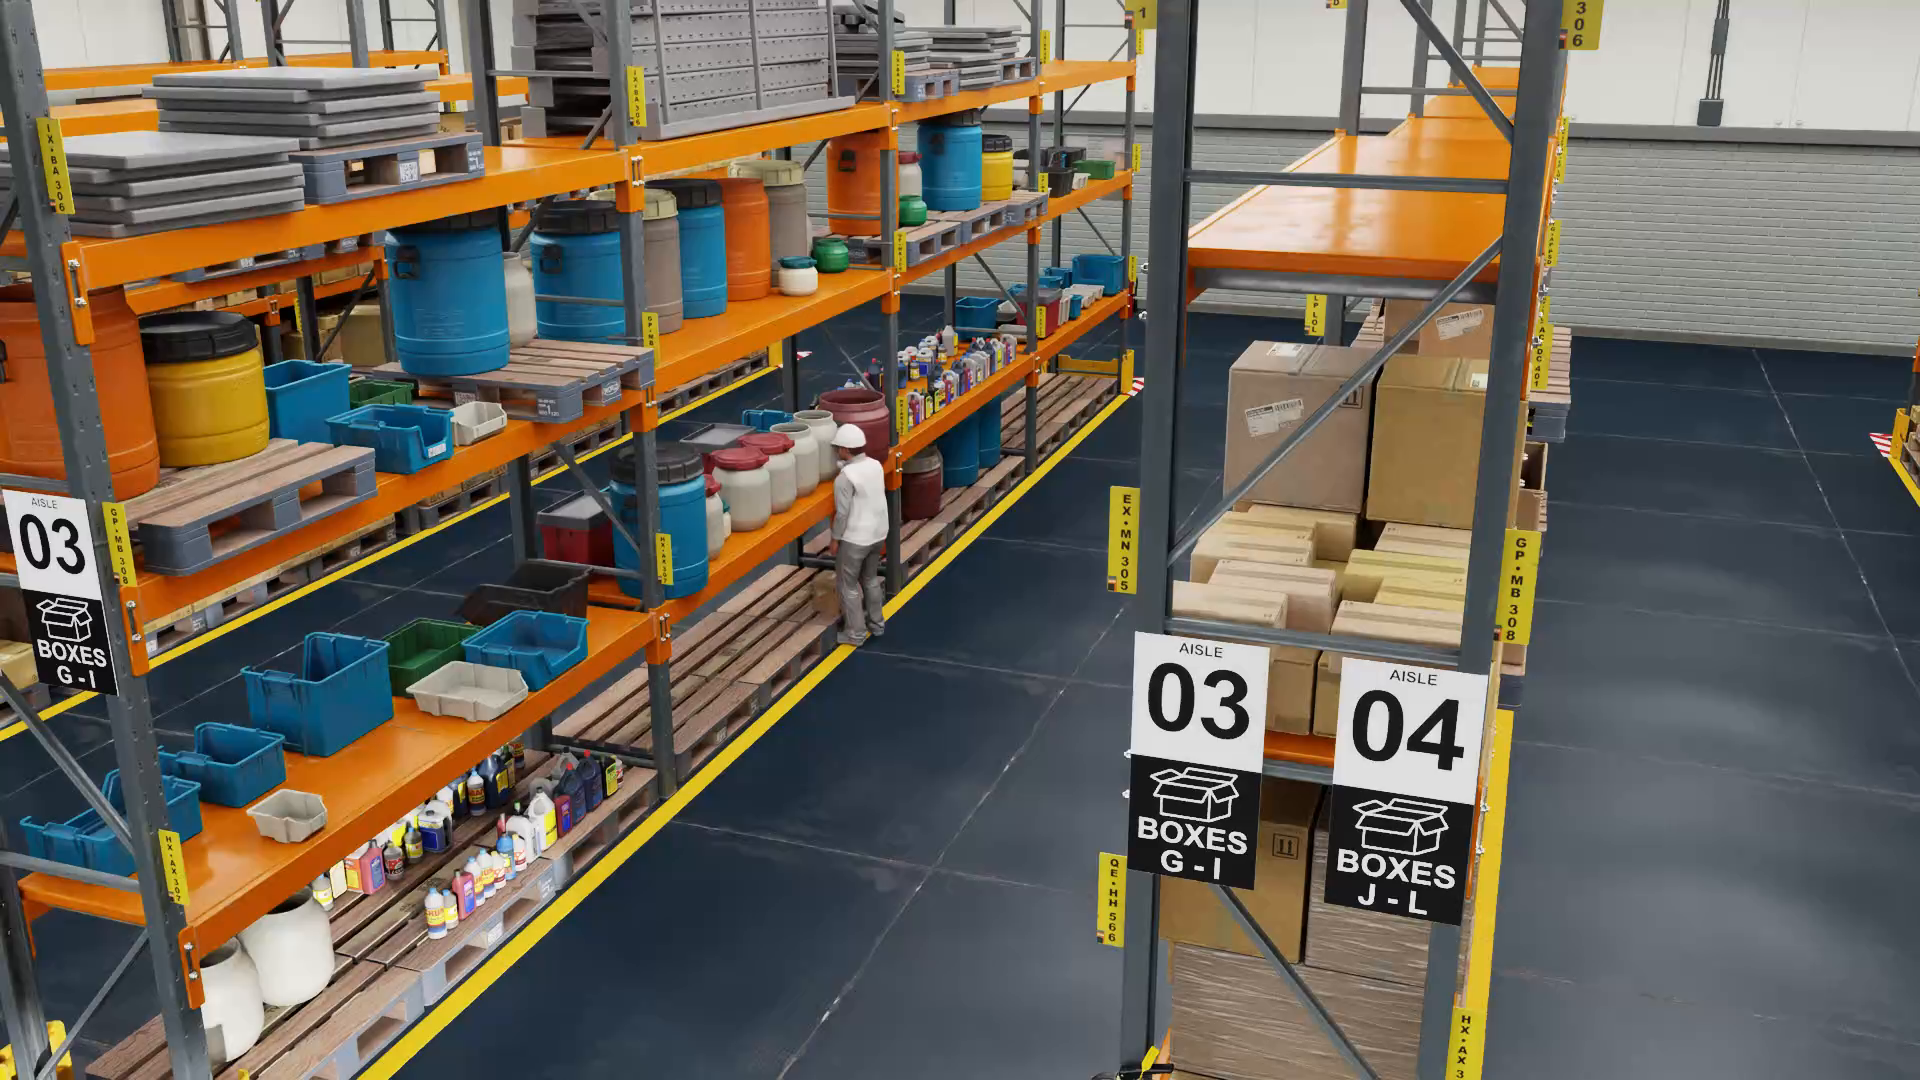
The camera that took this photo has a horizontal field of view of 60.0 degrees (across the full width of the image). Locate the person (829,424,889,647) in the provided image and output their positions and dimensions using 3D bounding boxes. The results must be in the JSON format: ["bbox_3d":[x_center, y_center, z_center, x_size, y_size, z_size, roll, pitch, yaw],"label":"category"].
[{"bbox_3d":[-0.800,-0.043,13.084,0.447,1.773,0.566,13,22,33],"label":"person"}]
